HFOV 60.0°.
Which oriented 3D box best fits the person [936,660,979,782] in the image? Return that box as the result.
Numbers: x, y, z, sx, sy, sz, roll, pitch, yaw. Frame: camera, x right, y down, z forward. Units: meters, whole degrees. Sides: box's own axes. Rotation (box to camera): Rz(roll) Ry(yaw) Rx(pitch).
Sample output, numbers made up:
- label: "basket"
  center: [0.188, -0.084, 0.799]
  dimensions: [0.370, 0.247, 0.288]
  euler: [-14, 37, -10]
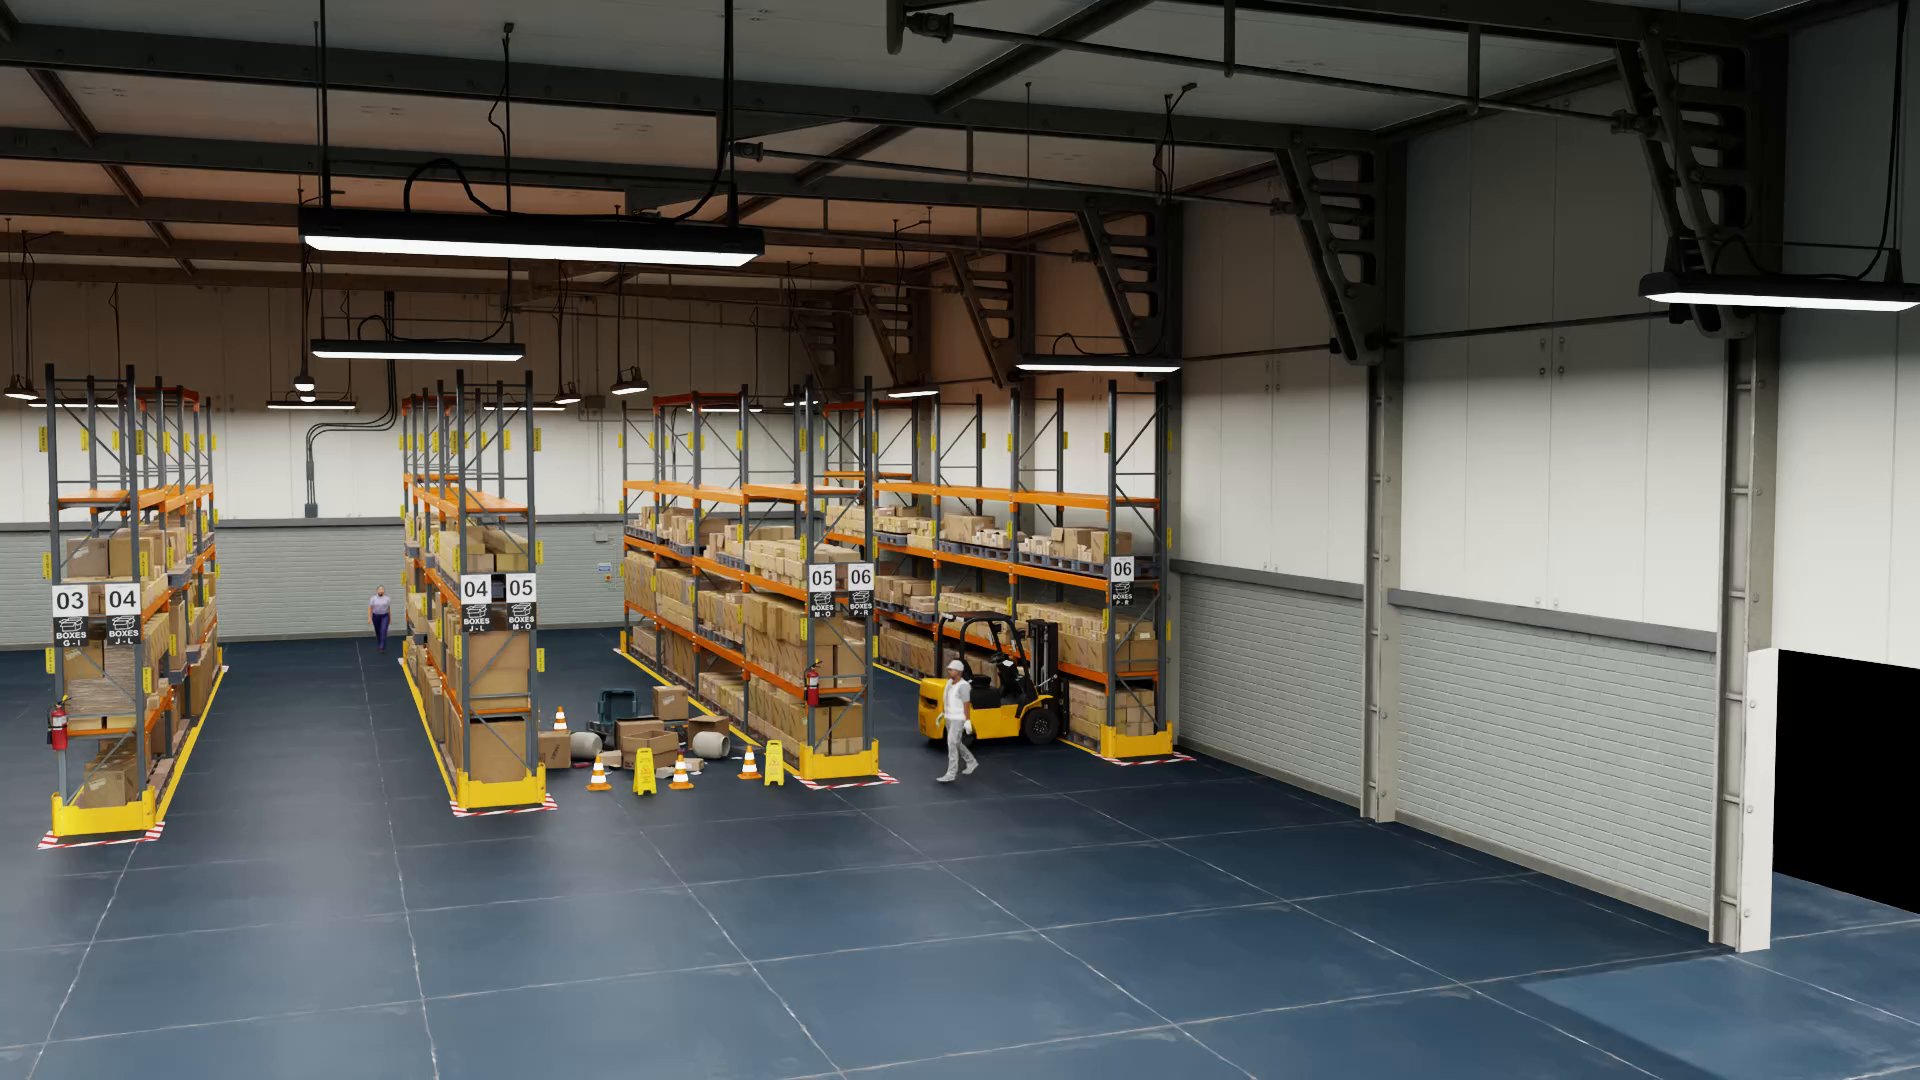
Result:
- label: "person"
  center: [-0.029, 2.667, 24.733]
  dimensions: [0.804, 1.775, 0.542]
  euler: [-2, 4, -25]

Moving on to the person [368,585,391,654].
- label: "person"
  center: [-13.810, 1.875, 39.522]
  dimensions: [0.464, 1.590, 1.002]
  euler: [0, 3, -5]
